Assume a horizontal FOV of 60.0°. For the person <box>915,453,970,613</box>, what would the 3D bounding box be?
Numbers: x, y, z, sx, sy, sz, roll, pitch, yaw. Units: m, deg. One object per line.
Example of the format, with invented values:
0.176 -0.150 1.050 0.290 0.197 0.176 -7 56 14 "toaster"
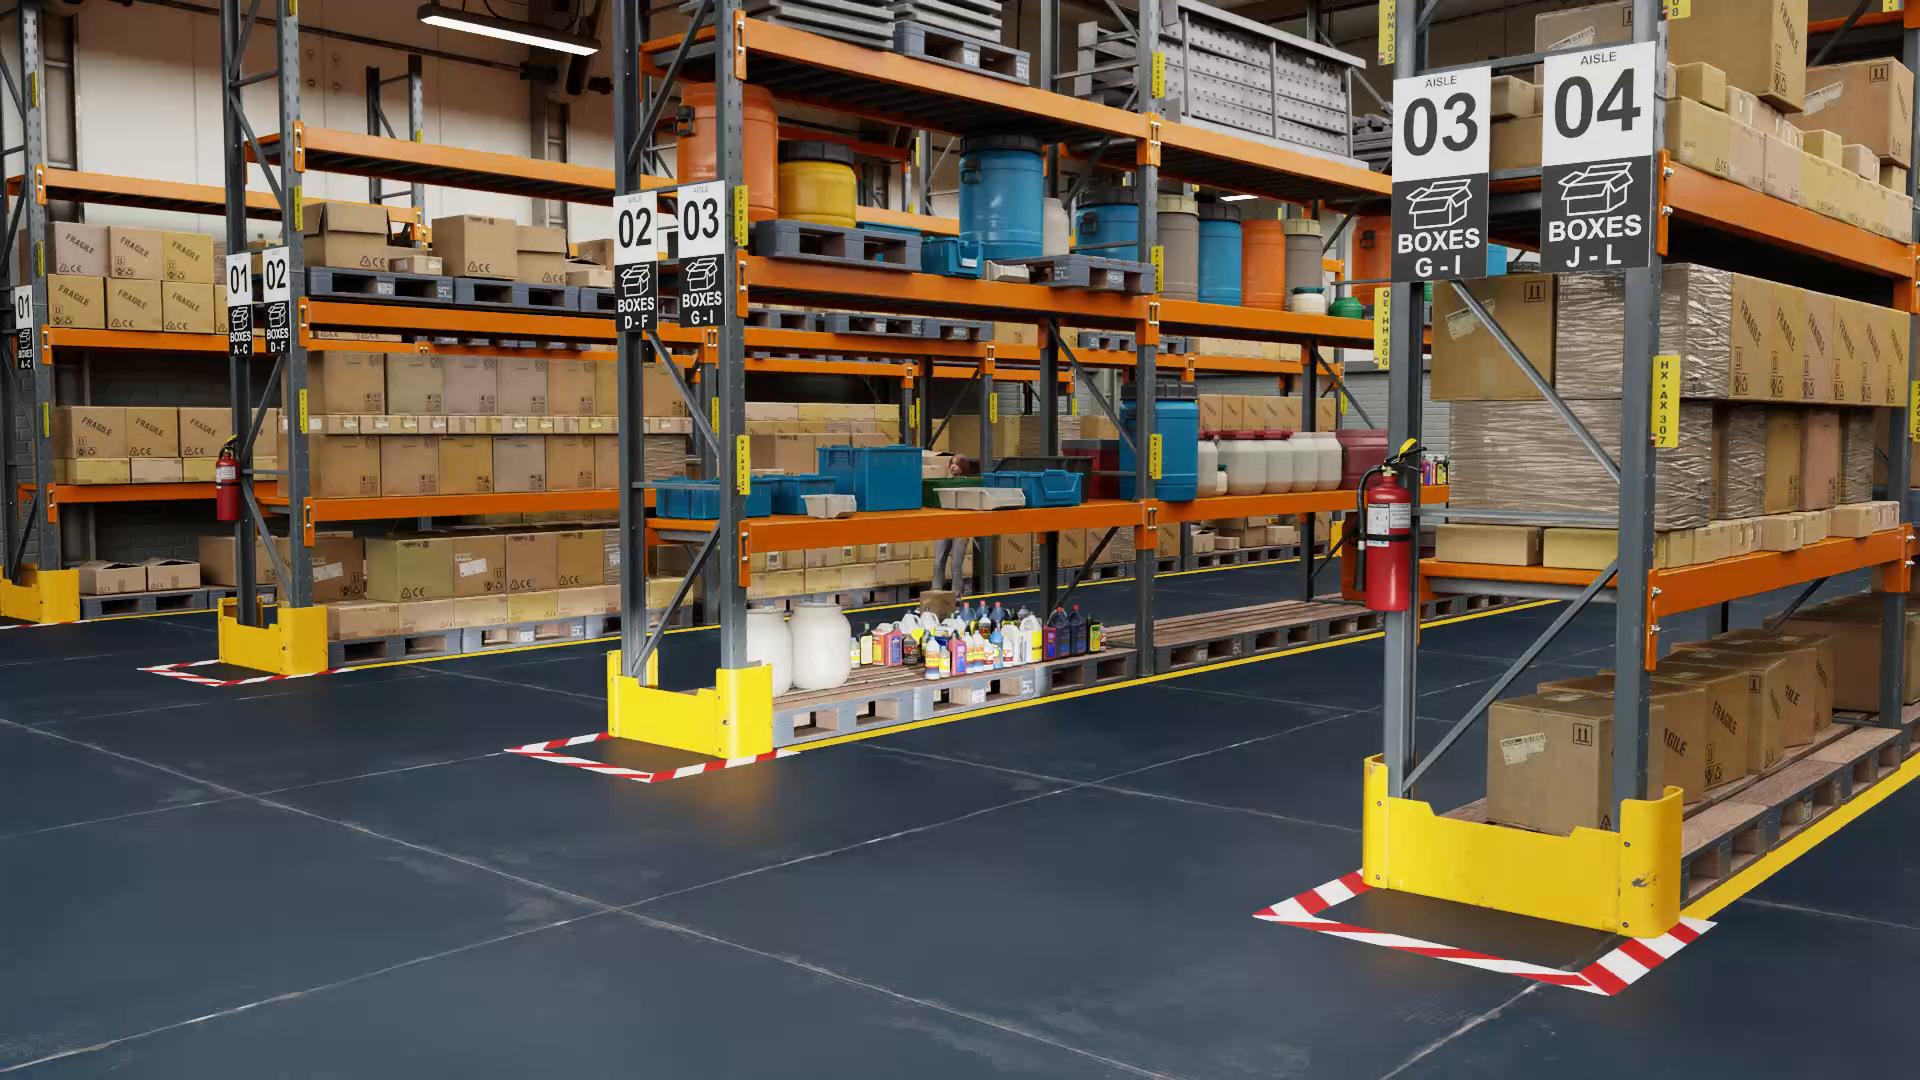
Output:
-0.122 -0.058 16.461 0.520 1.600 0.472 3 5 42 "person"
